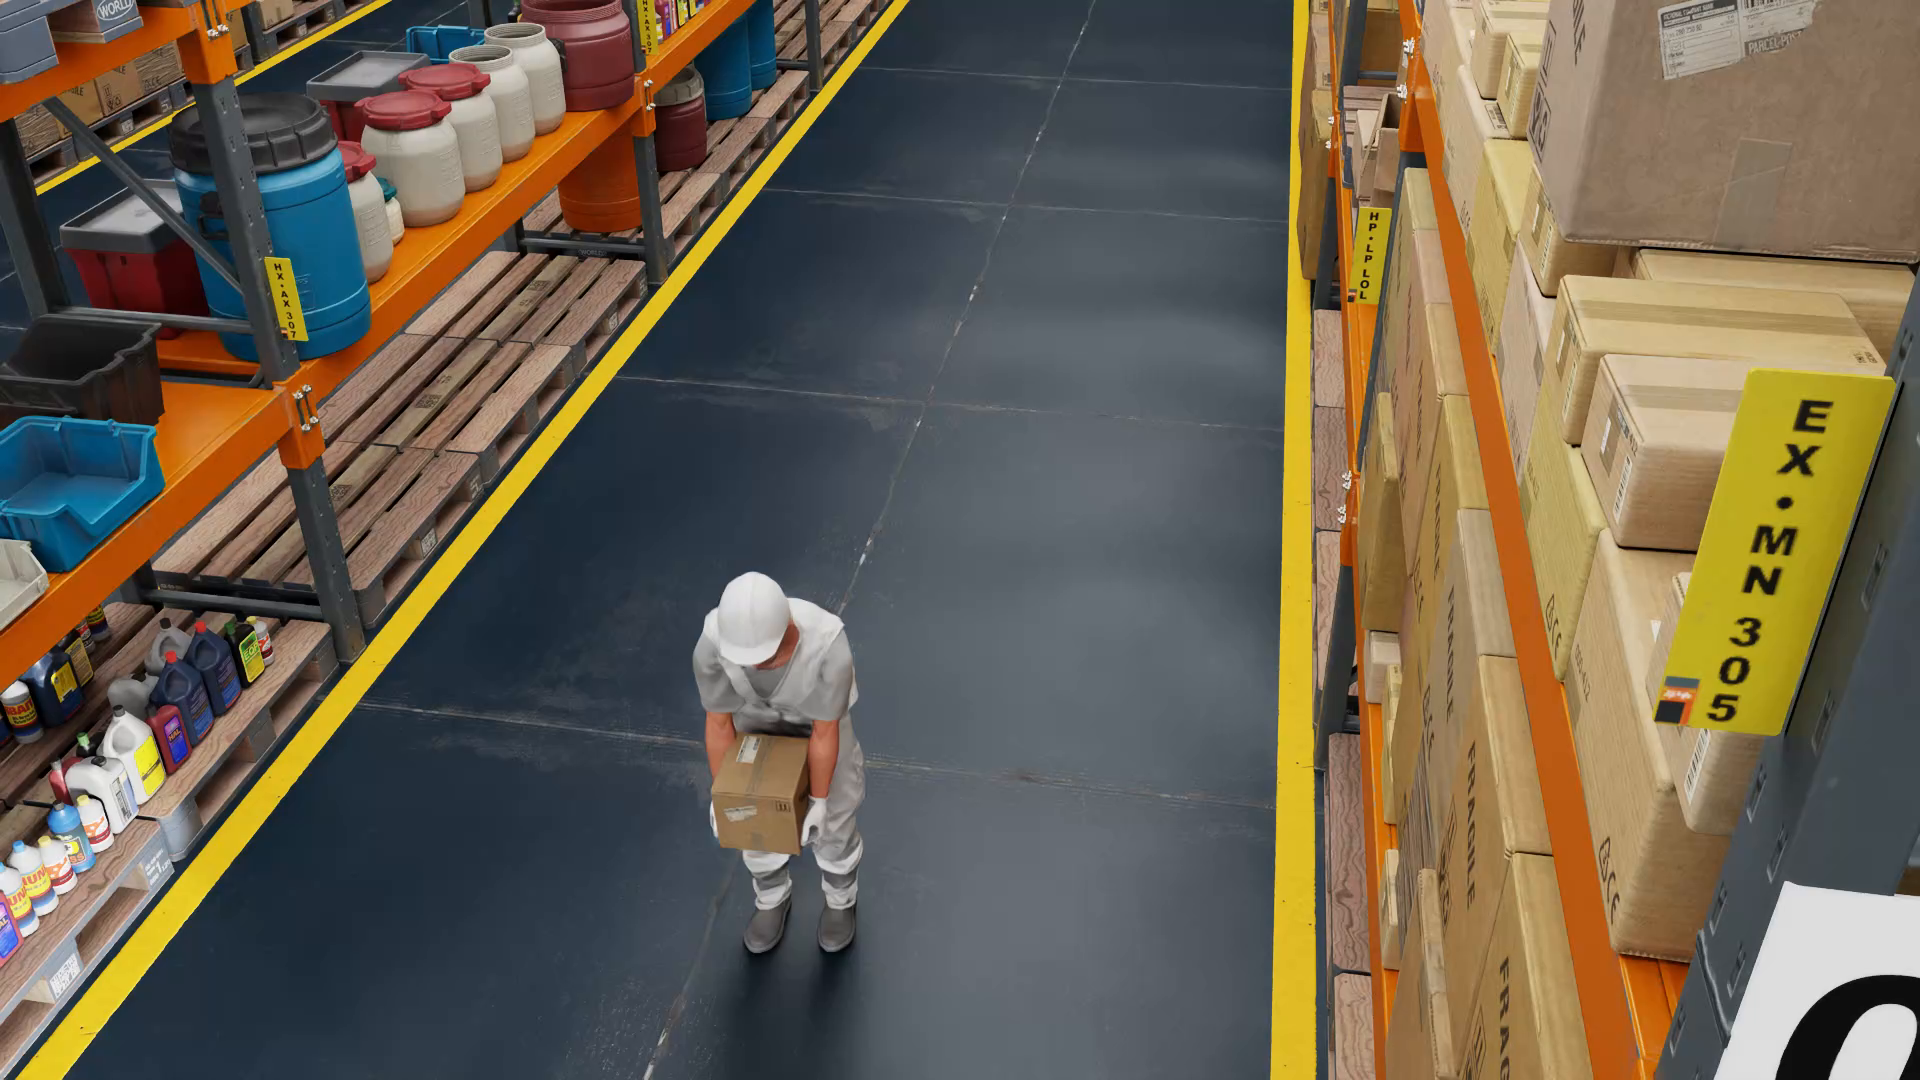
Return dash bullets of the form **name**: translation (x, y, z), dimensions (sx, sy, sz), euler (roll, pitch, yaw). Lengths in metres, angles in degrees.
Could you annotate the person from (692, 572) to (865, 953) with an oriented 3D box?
- **person**: translation (-0.550, 0.683, 5.175), dimensions (0.486, 1.628, 0.739), euler (5, 32, 7)
